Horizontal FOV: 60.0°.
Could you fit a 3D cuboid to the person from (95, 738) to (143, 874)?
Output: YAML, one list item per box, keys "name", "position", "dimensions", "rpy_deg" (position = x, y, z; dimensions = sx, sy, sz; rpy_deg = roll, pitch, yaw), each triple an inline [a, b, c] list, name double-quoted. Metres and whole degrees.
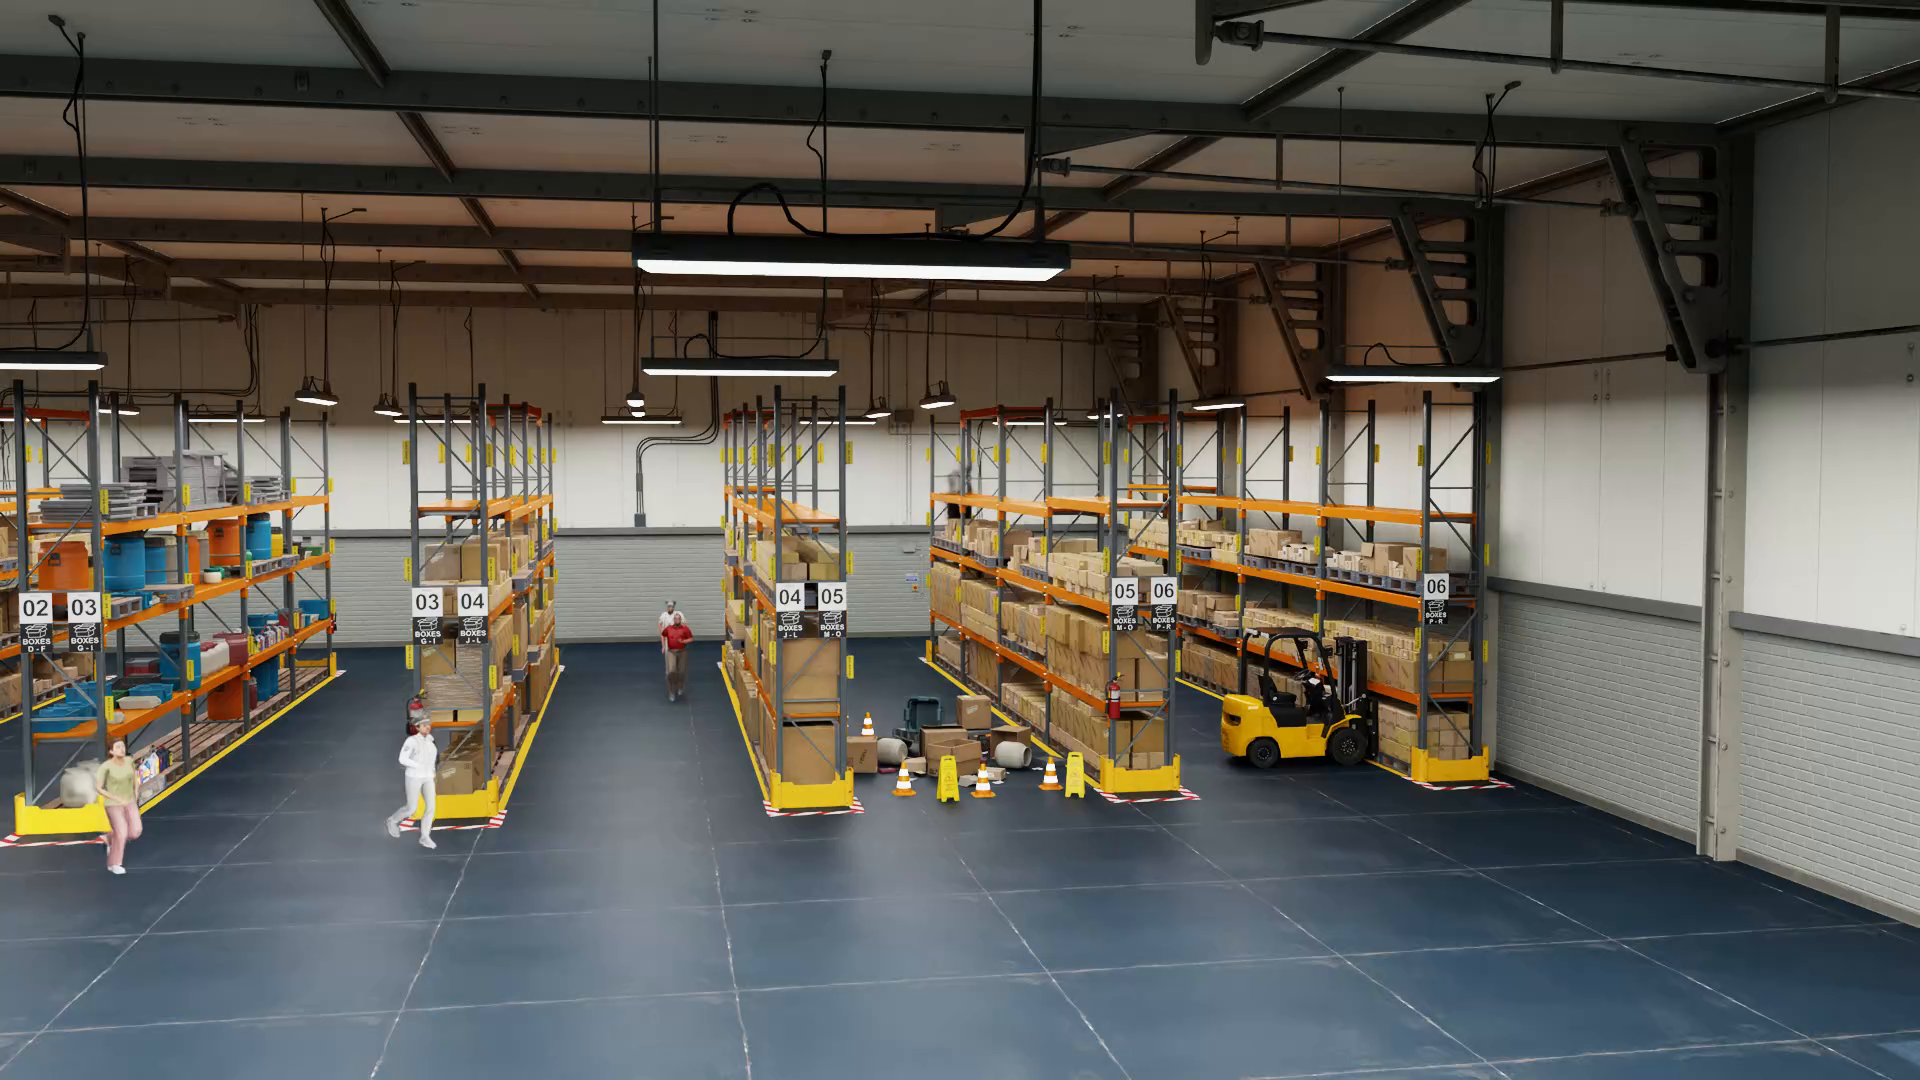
- name: "person"
  position: [-10.121, 3.181, 20.003]
  dimensions: [0.613, 1.632, 0.597]
  rpy_deg: [2, 3, 29]

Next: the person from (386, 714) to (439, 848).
- name: "person"
  position: [-6.995, 3.082, 21.471]
  dimensions: [0.810, 1.700, 0.628]
  rpy_deg: [2, 3, 32]

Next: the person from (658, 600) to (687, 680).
- name: "person"
  position: [-6.463, 2.215, 37.393]
  dimensions: [0.656, 1.775, 0.844]
  rpy_deg: [0, 3, -3]

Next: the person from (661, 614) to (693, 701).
- name: "person"
  position: [-5.827, 2.413, 34.251]
  dimensions: [0.637, 1.794, 0.798]
  rpy_deg: [-1, 3, -11]
